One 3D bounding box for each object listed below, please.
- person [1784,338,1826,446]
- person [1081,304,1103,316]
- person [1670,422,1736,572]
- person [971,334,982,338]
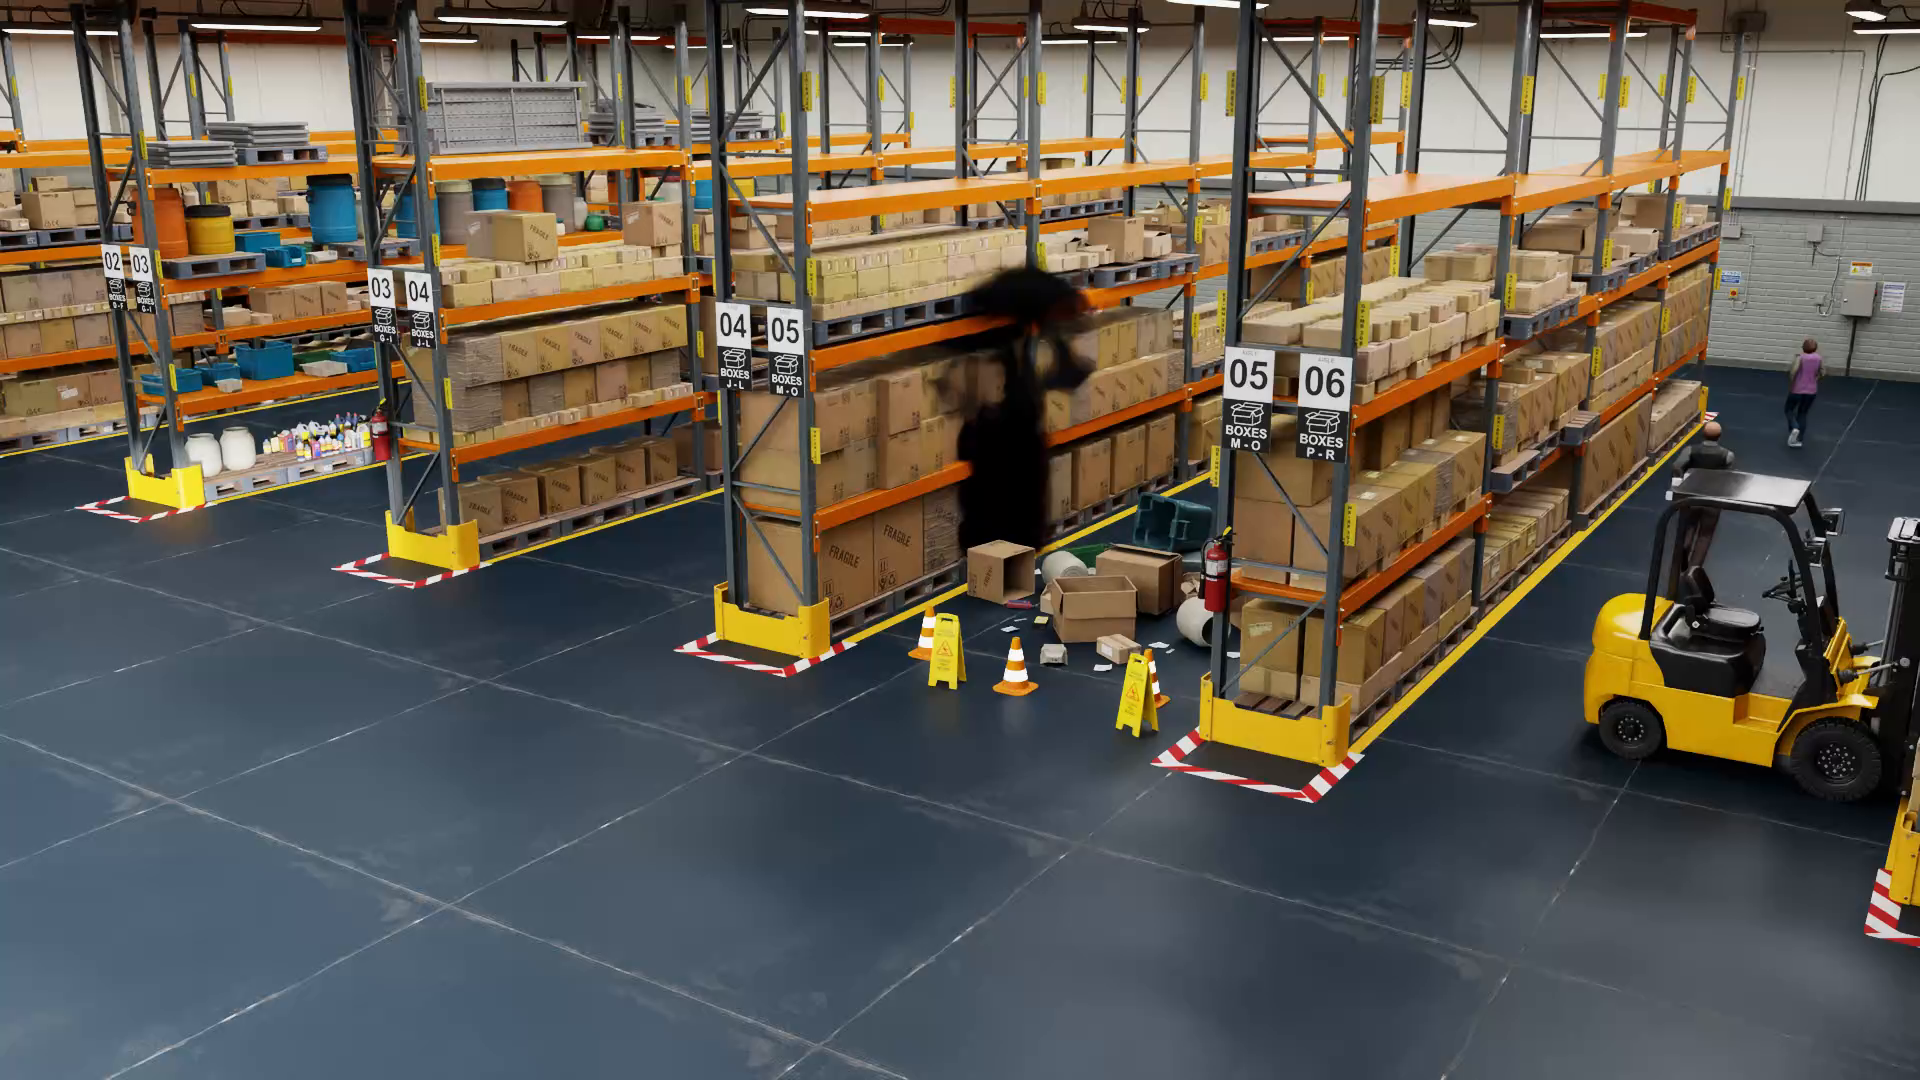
[{"bbox_3d":[12.144,-2.136,23.973,0.537,1.562,0.523,2,16,7],"label":"person"},{"bbox_3d":[2.204,-3.196,27.457,0.653,1.774,0.845,10,18,31],"label":"person"},{"bbox_3d":[7.868,-0.437,17.648,0.640,1.675,0.662,9,18,28],"label":"person"},{"bbox_3d":[0.293,-2.150,23.941,0.577,1.632,0.639,9,18,30],"label":"person"}]
